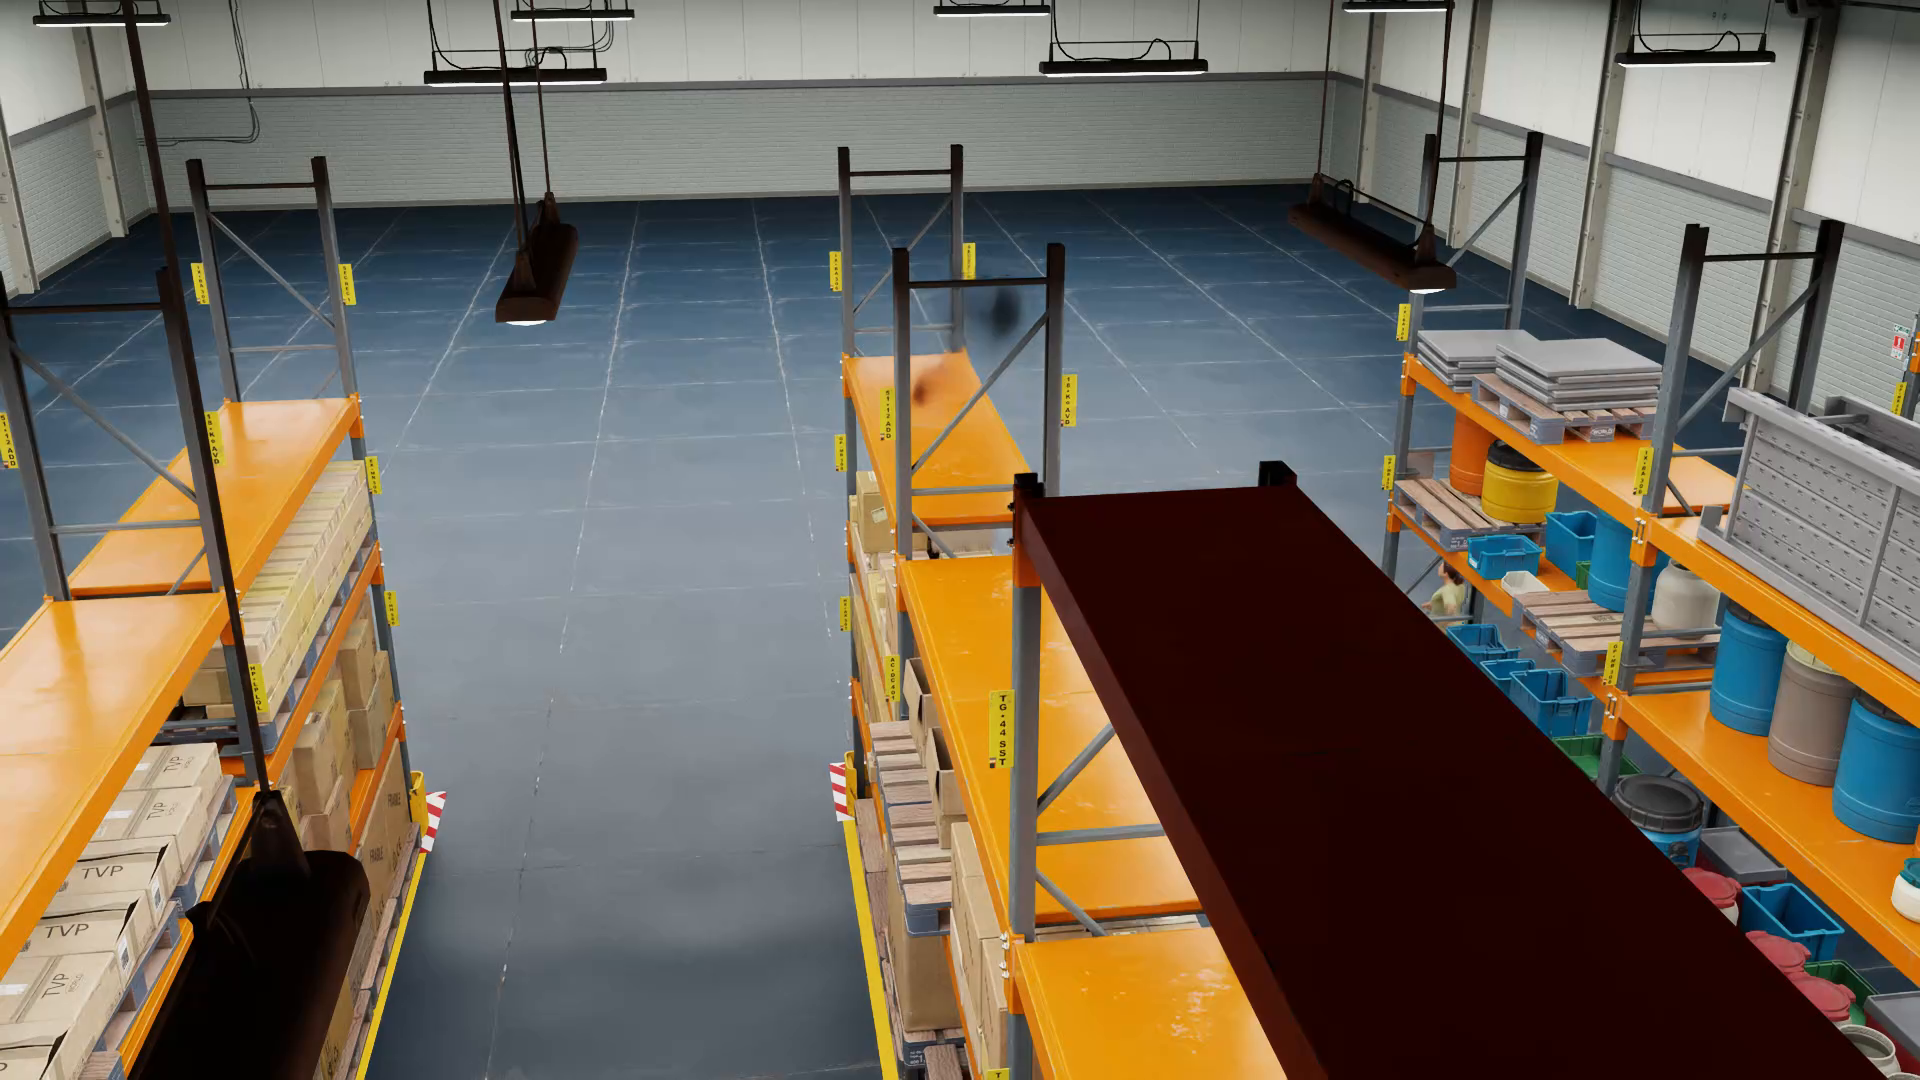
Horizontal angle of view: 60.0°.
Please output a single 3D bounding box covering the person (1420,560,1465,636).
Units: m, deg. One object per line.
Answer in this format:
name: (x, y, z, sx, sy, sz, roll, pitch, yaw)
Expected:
person: (4.919, 0.946, 17.017, 0.604, 1.642, 0.607, 20, 29, 40)
